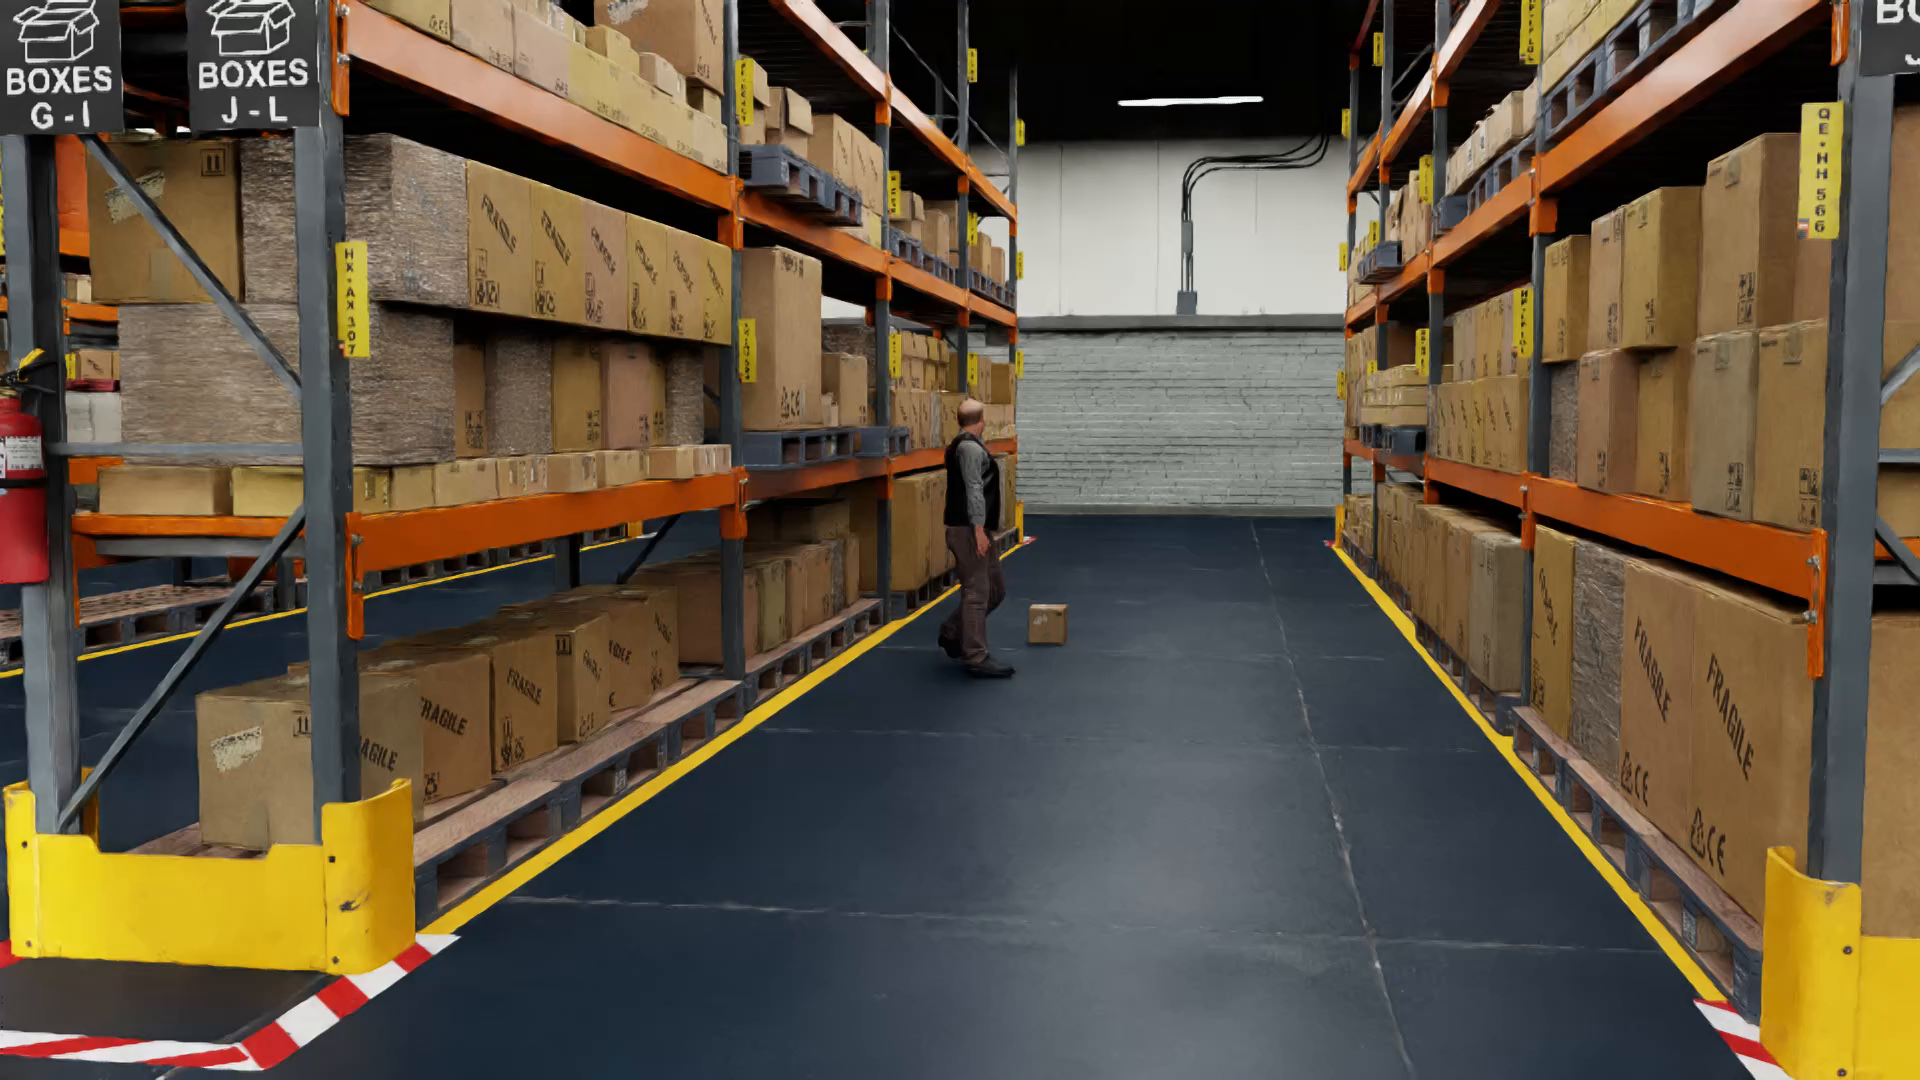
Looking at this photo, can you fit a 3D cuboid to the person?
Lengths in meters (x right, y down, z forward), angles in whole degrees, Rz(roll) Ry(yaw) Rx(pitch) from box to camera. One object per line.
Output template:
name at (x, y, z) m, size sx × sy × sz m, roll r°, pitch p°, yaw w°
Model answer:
person at (0.092, 0.025, 10.374) m, size 0.502 × 1.575 × 0.673 m, roll 0°, pitch 4°, yaw 2°
